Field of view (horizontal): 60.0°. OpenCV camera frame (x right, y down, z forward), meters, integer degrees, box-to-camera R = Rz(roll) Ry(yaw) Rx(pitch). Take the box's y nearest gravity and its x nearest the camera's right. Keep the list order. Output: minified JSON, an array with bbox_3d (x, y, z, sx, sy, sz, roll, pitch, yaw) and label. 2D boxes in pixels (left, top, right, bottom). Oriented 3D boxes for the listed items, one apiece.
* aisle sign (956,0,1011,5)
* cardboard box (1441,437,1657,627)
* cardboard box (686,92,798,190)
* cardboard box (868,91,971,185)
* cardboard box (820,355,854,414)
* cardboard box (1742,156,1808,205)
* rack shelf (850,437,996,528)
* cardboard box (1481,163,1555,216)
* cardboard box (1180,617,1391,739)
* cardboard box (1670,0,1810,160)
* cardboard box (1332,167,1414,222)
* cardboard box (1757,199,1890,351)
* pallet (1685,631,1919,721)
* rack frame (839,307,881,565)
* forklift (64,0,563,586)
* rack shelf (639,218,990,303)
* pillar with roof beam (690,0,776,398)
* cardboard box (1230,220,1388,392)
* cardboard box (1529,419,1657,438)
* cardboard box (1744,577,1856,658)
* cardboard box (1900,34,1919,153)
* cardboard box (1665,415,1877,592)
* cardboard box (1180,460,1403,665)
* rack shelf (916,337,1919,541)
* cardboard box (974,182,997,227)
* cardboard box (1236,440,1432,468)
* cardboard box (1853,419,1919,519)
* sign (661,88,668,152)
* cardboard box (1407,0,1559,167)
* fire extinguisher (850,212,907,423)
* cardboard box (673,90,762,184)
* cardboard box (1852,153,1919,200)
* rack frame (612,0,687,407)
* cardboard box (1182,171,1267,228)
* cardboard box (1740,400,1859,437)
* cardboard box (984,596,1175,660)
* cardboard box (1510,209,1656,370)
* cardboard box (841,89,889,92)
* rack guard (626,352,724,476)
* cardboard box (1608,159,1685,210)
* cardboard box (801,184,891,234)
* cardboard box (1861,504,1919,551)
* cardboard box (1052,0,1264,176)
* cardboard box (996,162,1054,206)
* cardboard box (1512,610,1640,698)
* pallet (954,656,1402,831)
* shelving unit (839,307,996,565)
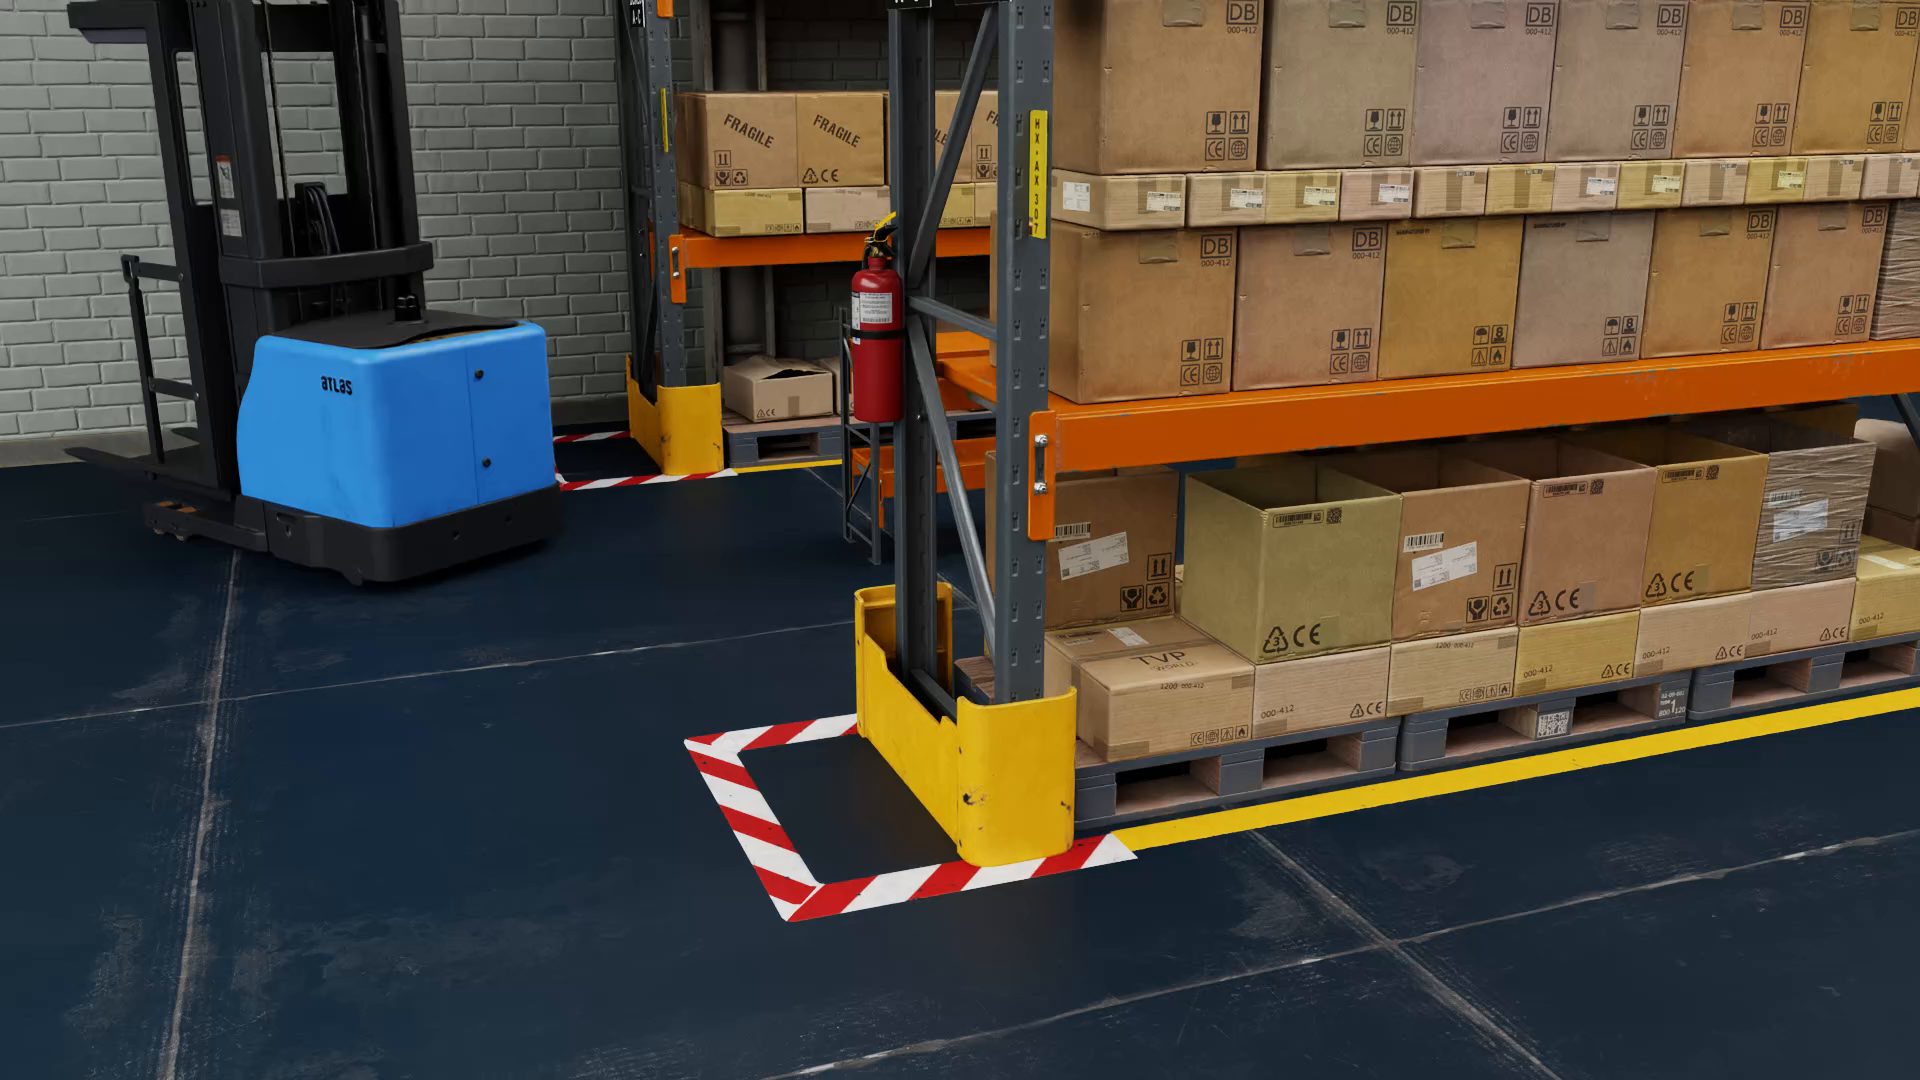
[{"bbox_3d":[0.060,-1.813,4.335,0.004,0.787,0.394,-6,17,-20],"label":"aisle sign"},{"bbox_3d":[1.994,-0.041,5.718,0.500,0.500,0.500,-6,17,-20],"label":"cardboard box"},{"bbox_3d":[-1.211,-2.222,9.242,0.500,0.500,0.500,-6,17,-20],"label":"cardboard box"},{"bbox_3d":[-0.261,-2.320,9.575,0.500,0.500,0.500,-7,18,-22],"label":"cardboard box"},{"bbox_3d":[-0.554,-0.981,10.105,0.500,0.311,0.500,-5,17,-15],"label":"cardboard box"},{"bbox_3d":[2.619,-1.230,5.633,0.250,0.149,0.380,-6,17,-20],"label":"cardboard box"},{"bbox_3d":[0.006,-0.306,8.011,1.000,0.278,0.538,-6,17,-20],"label":"rack shelf"},{"bbox_3d":[1.657,-1.125,5.278,0.250,0.149,0.380,-6,18,-21],"label":"cardboard box"},{"bbox_3d":[1.058,0.418,5.486,0.500,0.250,0.500,-6,17,-20],"label":"cardboard box"},{"bbox_3d":[2.395,-1.579,5.671,0.500,0.500,0.700,-6,17,-20],"label":"cardboard box"},{"bbox_3d":[1.171,-1.072,5.097,0.250,0.149,0.380,-6,18,-21],"label":"cardboard box"},{"bbox_3d":[2.844,-1.003,6.013,0.500,0.500,0.700,-6,18,-21],"label":"cardboard box"},{"bbox_3d":[2.989,0.351,6.529,1.213,0.211,1.003,-6,17,-20],"label":"pallet"},{"bbox_3d":[-0.468,-0.489,7.768,0.032,1.125,0.500,-6,17,-20],"label":"rack frame"},{"bbox_3d":[-3.404,-1.509,8.035,3.031,2.935,1.130,11,20,34],"label":"forklift"},{"bbox_3d":[0.103,-1.812,10.223,4.000,0.370,1.077,-6,17,-20],"label":"rack shelf"},{"bbox_3d":[0.120,-4.000,5.748,0.400,9.000,9.100,-6,17,-20],"label":"pillar with roof beam"},{"bbox_3d":[0.941,-0.799,5.318,0.500,0.500,0.700,-6,17,-19],"label":"cardboard box"},{"bbox_3d":[2.268,-0.233,6.372,0.500,0.500,0.500,-6,17,-20],"label":"cardboard box"},{"bbox_3d":[2.922,0.214,6.182,0.500,0.250,0.500,-6,17,-20],"label":"cardboard box"},{"bbox_3d":[3.335,-1.680,6.017,0.500,0.500,0.700,-6,17,-20],"label":"cardboard box"},{"bbox_3d":[2.921,-0.147,6.078,0.500,0.500,0.500,-6,17,-20],"label":"cardboard box"},{"bbox_3d":[1.058,0.059,5.379,0.500,0.500,0.500,-6,17,-20],"label":"cardboard box"},{"bbox_3d":[1.879,-0.509,5.786,4.000,0.370,1.077,-6,17,-20],"label":"rack shelf"},{"bbox_3d":[0.235,-2.016,9.869,0.500,0.250,0.500,-6,17,-20],"label":"cardboard box"},{"bbox_3d":[1.334,-0.132,6.028,0.500,0.500,0.500,-6,17,-20],"label":"cardboard box"},{"bbox_3d":[4.022,-0.324,7.017,0.500,0.311,0.500,-6,17,-20],"label":"cardboard box"},{"bbox_3d":[-1.570,-2.229,8.827,0.005,0.325,0.100,-6,17,-20],"label":"sign"},{"bbox_3d":[1.461,-1.478,5.328,0.500,0.500,0.700,-6,17,-20],"label":"cardboard box"},{"bbox_3d":[-0.265,-0.726,5.385,0.183,0.674,0.296,-6,17,-20],"label":"fire extinguisher"},{"bbox_3d":[-1.400,-2.357,9.700,0.500,0.500,0.500,-6,18,-21],"label":"cardboard box"},{"bbox_3d":[3.094,-1.280,5.805,0.250,0.149,0.380,-7,18,-22],"label":"cardboard box"},{"bbox_3d":[-1.764,-1.956,9.435,0.127,3.000,1.000,-6,17,-20],"label":"rack frame"},{"bbox_3d":[0.701,-1.022,4.928,0.250,0.149,0.380,-7,18,-22],"label":"cardboard box"},{"bbox_3d":[3.202,-0.334,6.715,0.500,0.500,0.500,-6,17,-20],"label":"cardboard box"},{"bbox_3d":[0.407,0.333,5.775,0.500,0.250,0.500,-6,17,-20],"label":"cardboard box"},{"bbox_3d":[1.897,-0.901,5.667,0.500,0.500,0.700,-6,17,-18],"label":"cardboard box"},{"bbox_3d":[-0.445,-2.458,10.045,0.500,0.500,0.500,-7,18,-22],"label":"cardboard box"},{"bbox_3d":[-1.693,-0.764,9.814,0.348,0.500,1.175,-6,17,-20],"label":"rack guard"},{"bbox_3d":[2.136,-1.177,5.452,0.250,0.149,0.380,-6,17,-18],"label":"cardboard box"},{"bbox_3d":[-0.715,-1.915,9.528,0.500,0.250,0.500,-7,18,-22],"label":"cardboard box"},{"bbox_3d":[4.030,-0.057,7.102,0.500,0.250,0.500,-6,18,-21],"label":"cardboard box"},{"bbox_3d":[0.502,-1.372,4.968,0.500,0.500,0.700,-6,17,-20],"label":"cardboard box"},{"bbox_3d":[0.300,-1.101,5.195,0.250,0.149,0.380,-6,18,-21],"label":"cardboard box"},{"bbox_3d":[1.993,0.318,5.825,0.500,0.250,0.500,-6,17,-20],"label":"cardboard box"},{"bbox_3d":[0.711,0.597,5.691,1.213,0.211,1.003,-6,17,-20],"label":"pallet"},{"bbox_3d":[0.006,-0.540,7.942,1.048,1.125,0.538,-6,17,-20],"label":"shelving unit"}]
